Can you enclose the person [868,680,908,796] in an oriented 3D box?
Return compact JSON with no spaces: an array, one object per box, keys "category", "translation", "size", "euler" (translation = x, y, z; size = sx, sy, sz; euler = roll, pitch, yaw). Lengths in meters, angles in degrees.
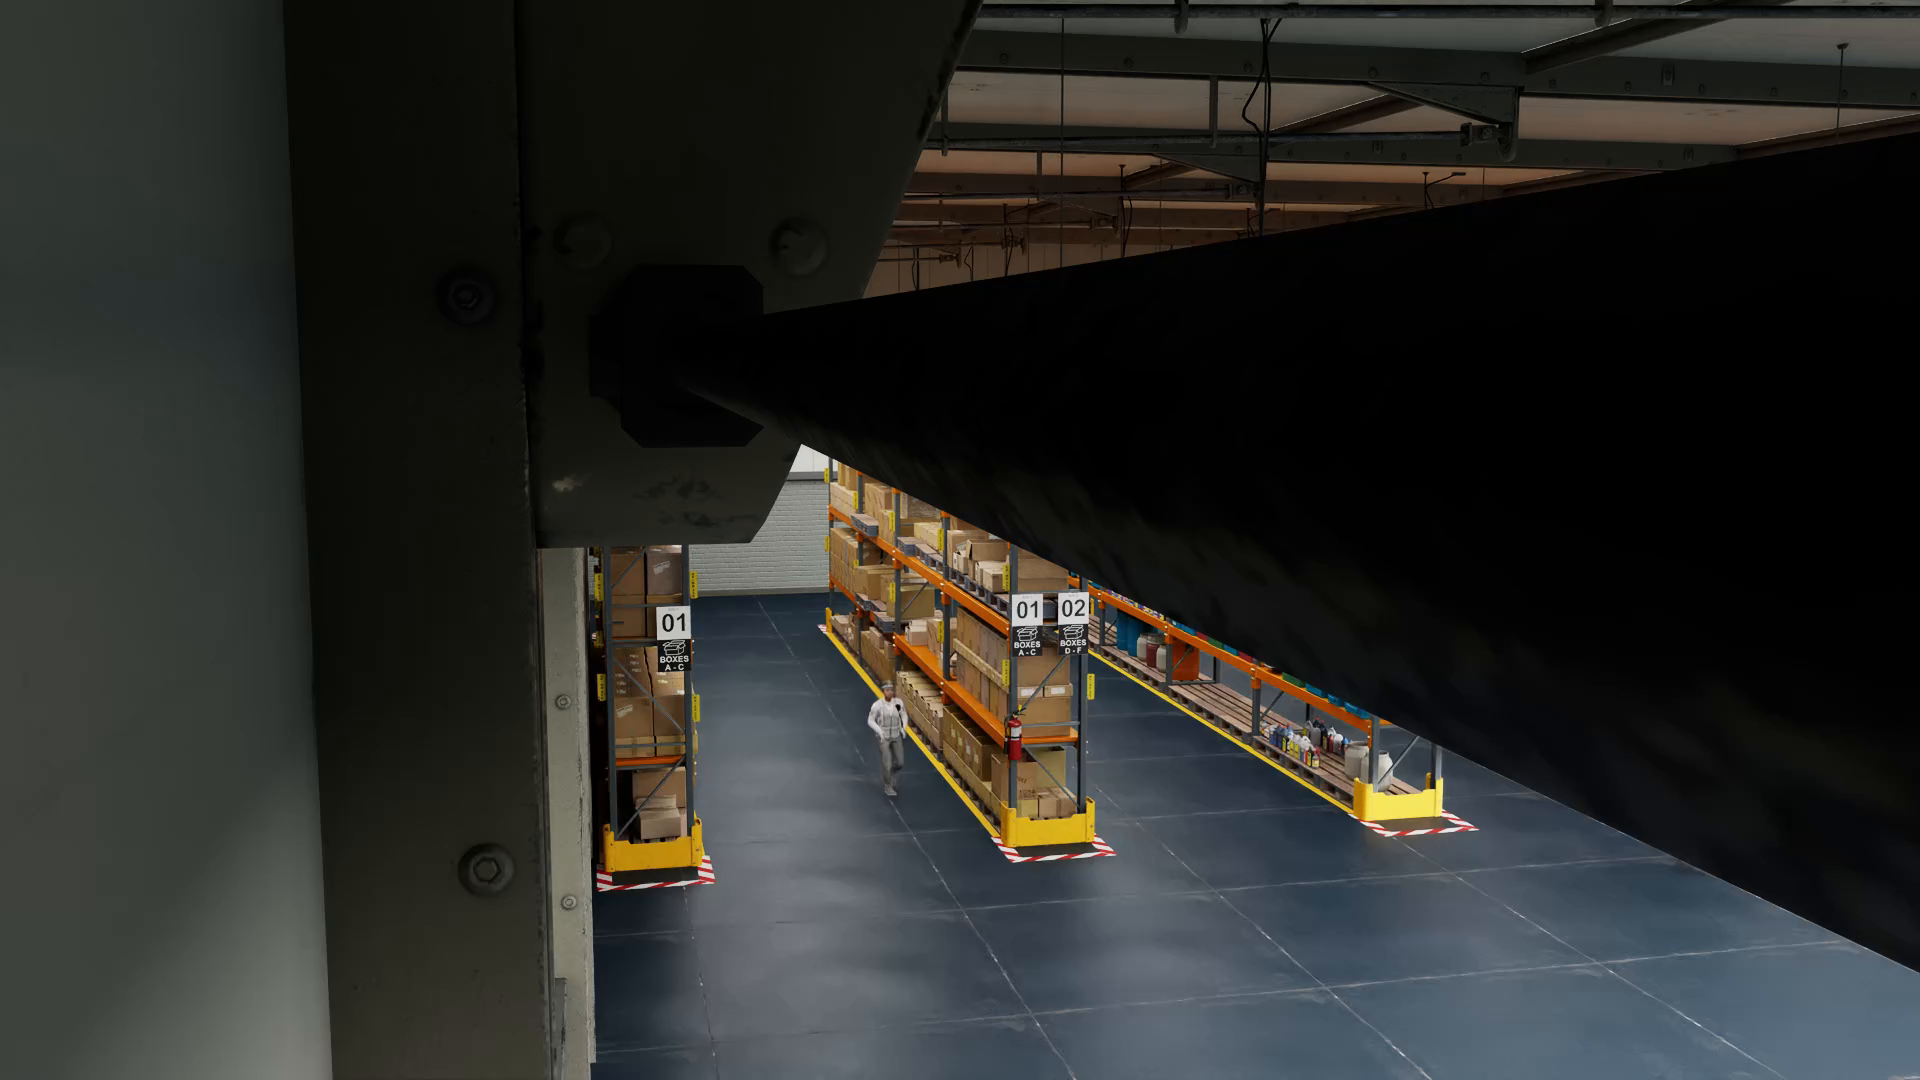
[{"category":"person","translation":[-0.982,2.756,23.238],"size":[0.592,1.651,0.539],"euler":[-2,7,-17]}]
